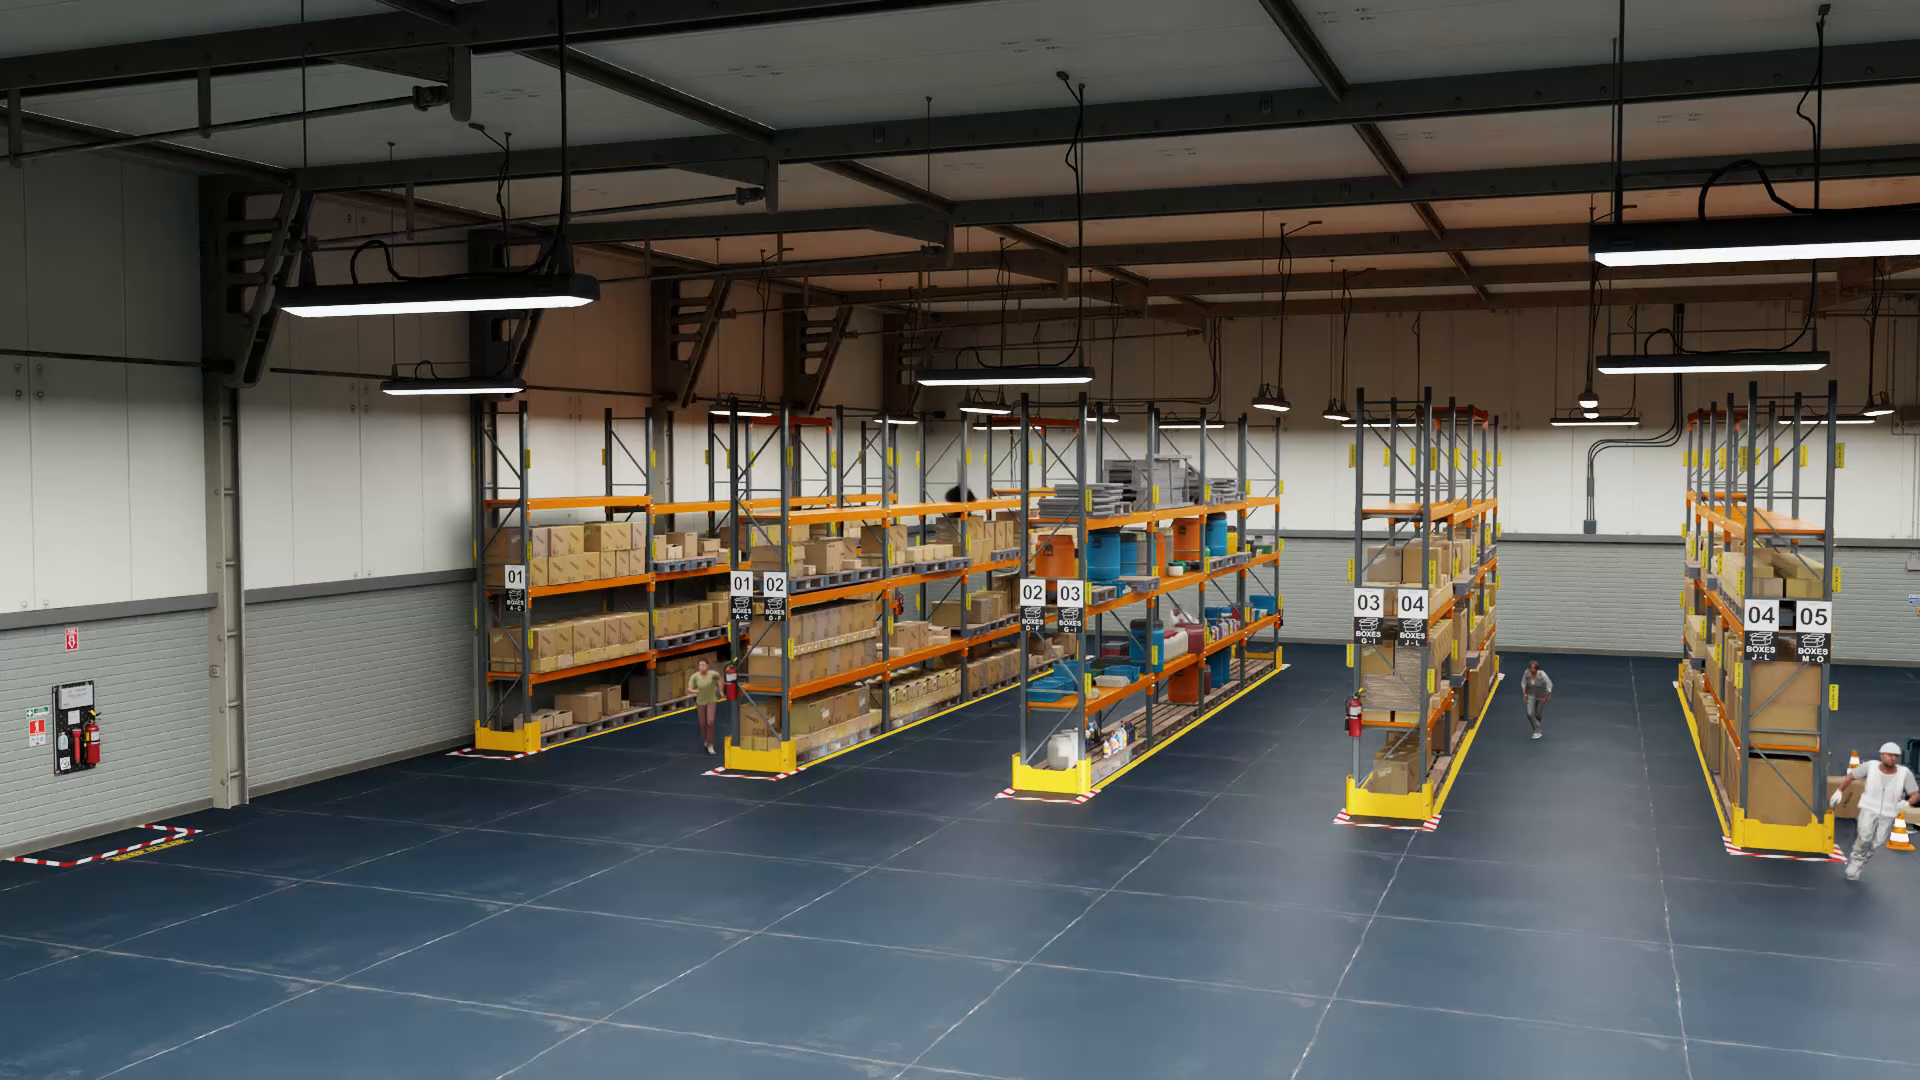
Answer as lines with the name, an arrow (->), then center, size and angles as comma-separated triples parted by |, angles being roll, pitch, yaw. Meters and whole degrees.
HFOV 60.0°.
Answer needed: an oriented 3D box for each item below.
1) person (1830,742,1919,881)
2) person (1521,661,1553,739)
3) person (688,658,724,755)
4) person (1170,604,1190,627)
person -> 10.807, 3.215, 19.595 | 0.855, 1.687, 0.718 | 1, 3, 14
person -> 10.367, 2.842, 29.842 | 0.543, 1.427, 0.902 | 2, 3, 29
person -> -4.339, 2.810, 28.439 | 0.580, 1.640, 0.930 | 0, 3, -1
person -> 5.305, 2.274, 39.485 | 0.682, 1.583, 1.078 | 2, 4, 39
